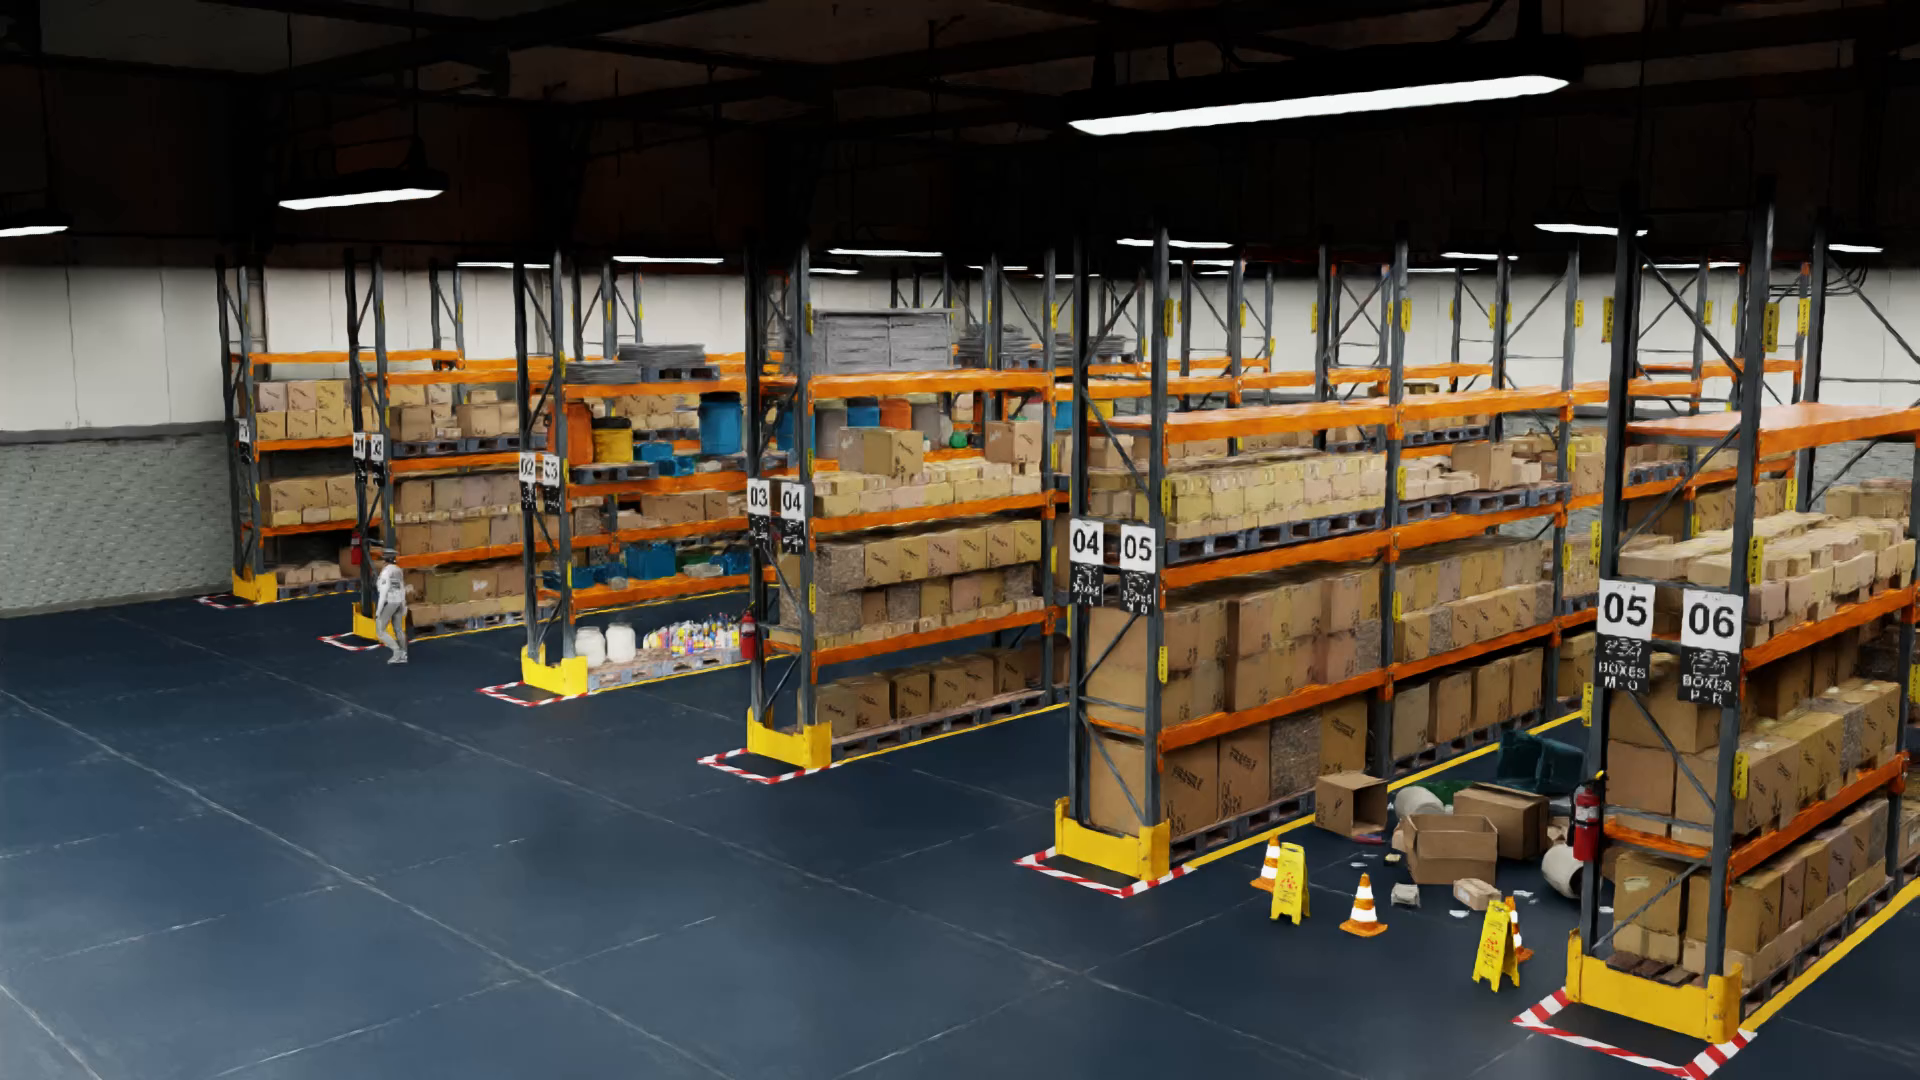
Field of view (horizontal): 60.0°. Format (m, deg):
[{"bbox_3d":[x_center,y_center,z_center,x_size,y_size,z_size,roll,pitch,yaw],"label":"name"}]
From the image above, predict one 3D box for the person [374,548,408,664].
[{"bbox_3d":[-8.148,0.959,23.889,0.450,1.659,0.630,2,8,12],"label":"person"}]
